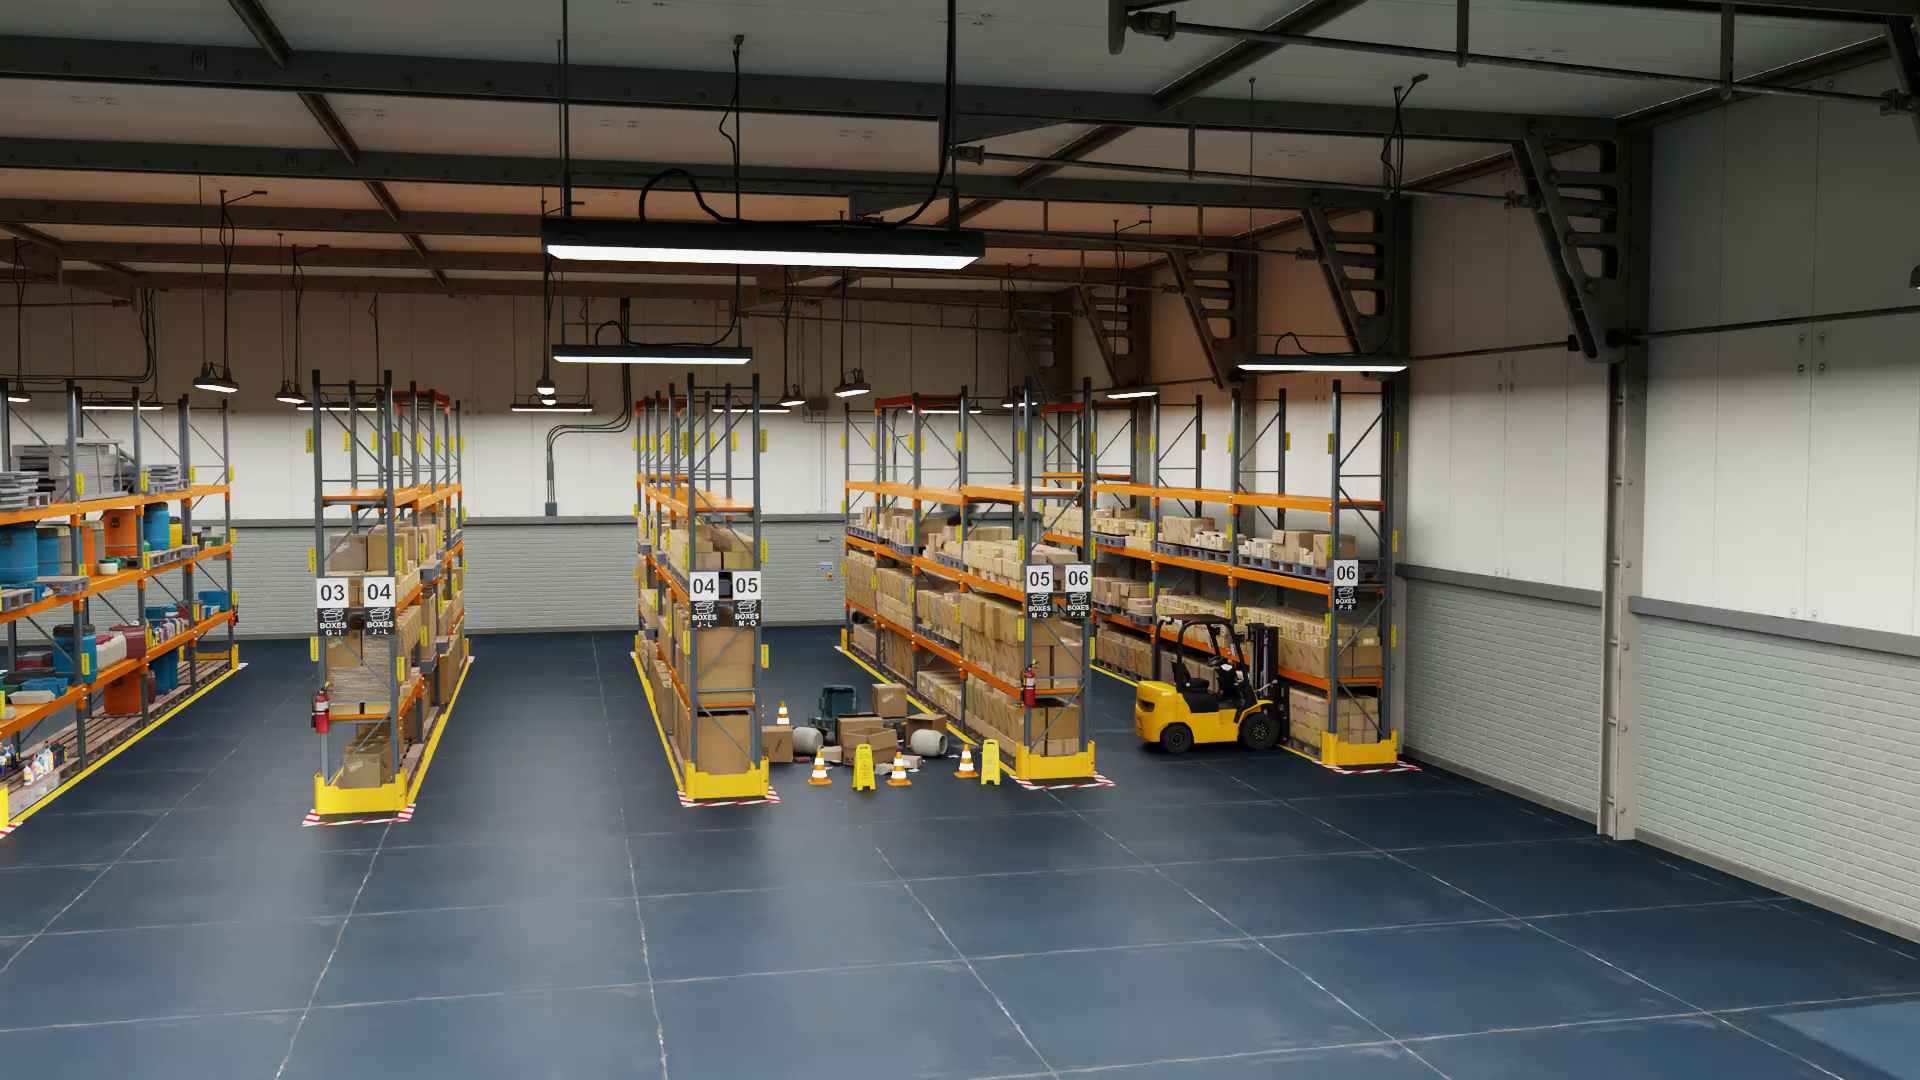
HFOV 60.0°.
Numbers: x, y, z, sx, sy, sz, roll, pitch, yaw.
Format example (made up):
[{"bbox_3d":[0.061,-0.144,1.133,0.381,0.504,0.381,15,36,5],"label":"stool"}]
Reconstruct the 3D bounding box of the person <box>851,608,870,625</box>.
[{"bbox_3d":[-2.433,1.710,41.744,0.709,1.721,0.691,1,3,12],"label":"person"}]
